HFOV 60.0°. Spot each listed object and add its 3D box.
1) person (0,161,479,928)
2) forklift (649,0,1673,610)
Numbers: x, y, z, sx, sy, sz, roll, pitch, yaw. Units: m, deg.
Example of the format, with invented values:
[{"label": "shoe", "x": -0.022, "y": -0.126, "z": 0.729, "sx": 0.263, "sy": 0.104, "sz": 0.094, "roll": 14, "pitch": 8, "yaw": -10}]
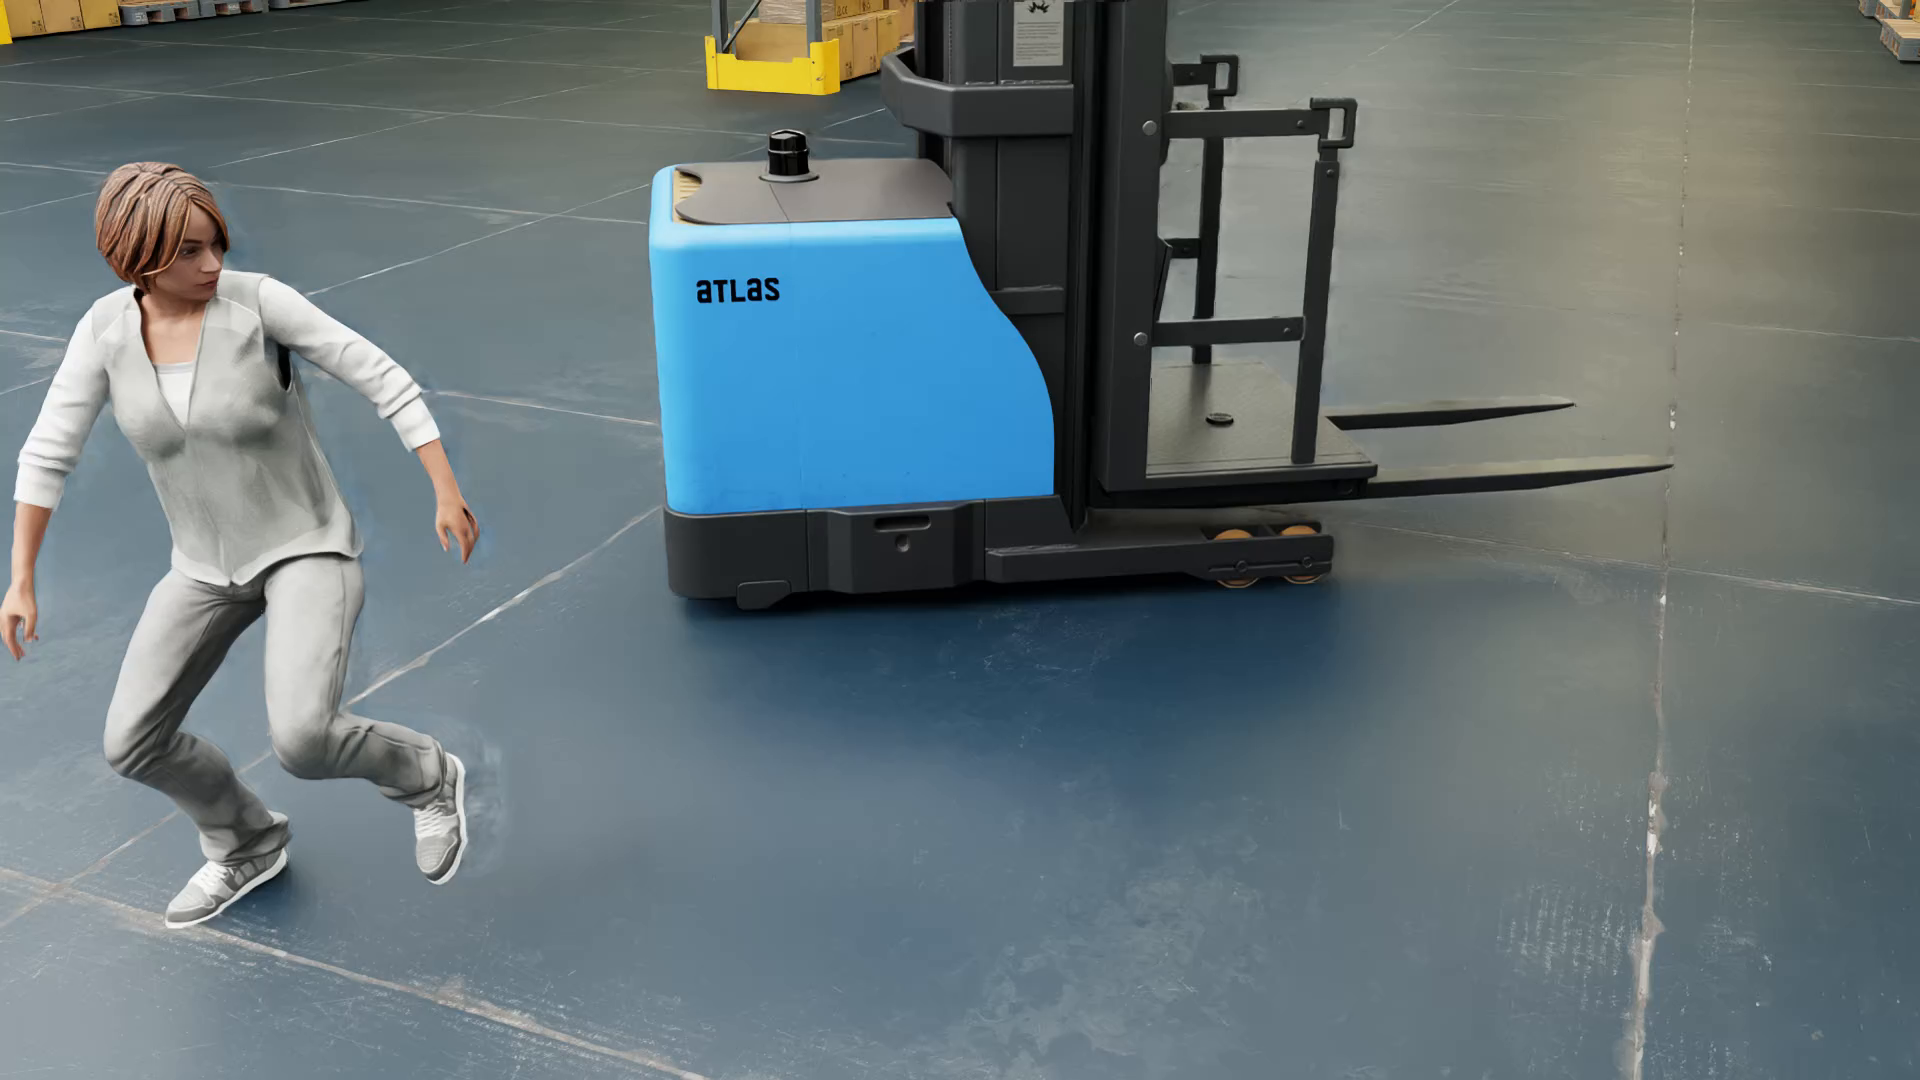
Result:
[{"label": "person", "x": -1.310, "y": 0.055, "z": 3.070, "sx": 0.742, "sy": 1.495, "sz": 0.474, "roll": 3, "pitch": 23, "yaw": 8}, {"label": "forklift", "x": 0.626, "y": -1.411, "z": 4.668, "sx": 3.031, "sy": 2.935, "sz": 1.130, "roll": -3, "pitch": 23, "yaw": -8}]
